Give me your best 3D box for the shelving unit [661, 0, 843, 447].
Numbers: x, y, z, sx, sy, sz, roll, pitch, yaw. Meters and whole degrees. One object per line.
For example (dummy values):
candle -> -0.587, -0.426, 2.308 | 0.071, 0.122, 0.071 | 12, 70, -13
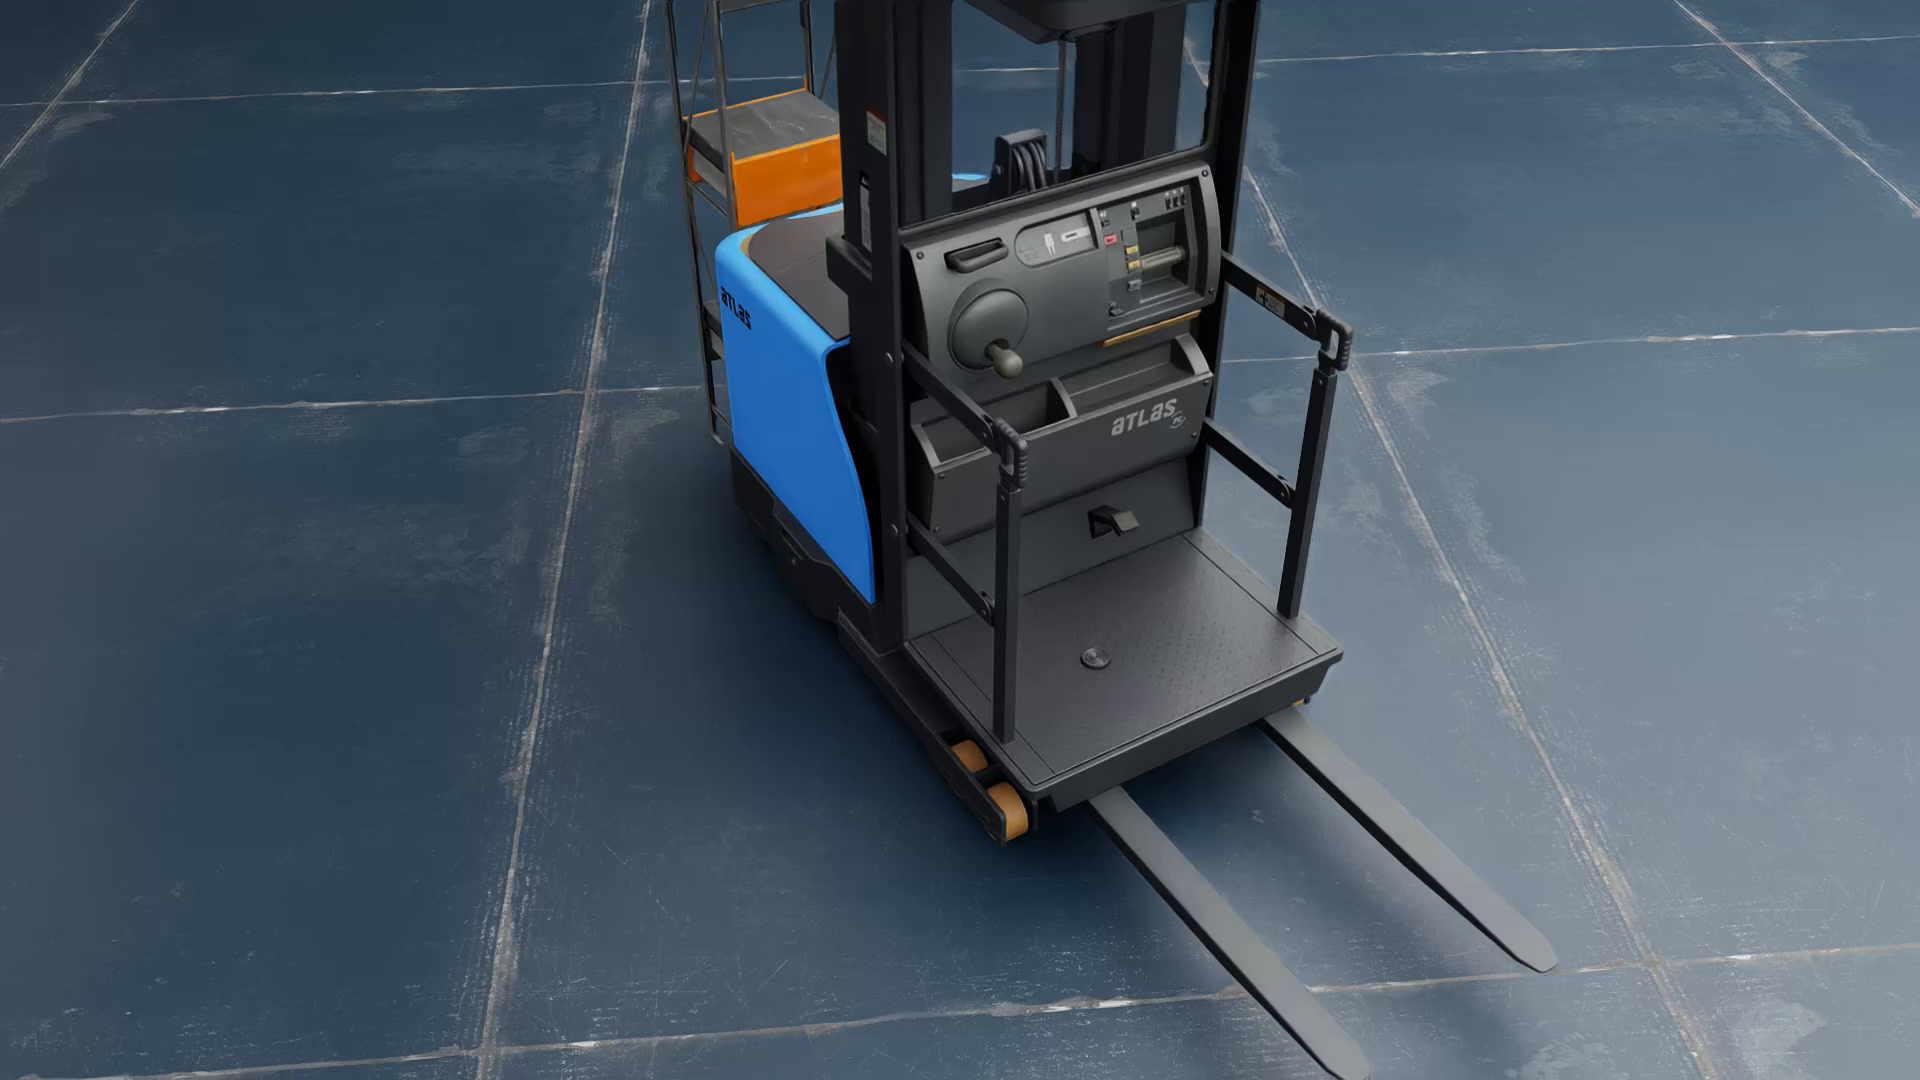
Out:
shelving unit -> -0.619, -1.196, 5.570 | 0.503, 2.100, 0.431 | -21, 43, -25

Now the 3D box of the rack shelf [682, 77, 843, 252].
rack shelf -> -0.619, -1.185, 5.579 | 0.480, 0.518, 0.431 | -21, 43, -25

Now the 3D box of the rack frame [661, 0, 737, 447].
rack frame -> -0.826, -1.116, 5.469 | 0.015, 2.100, 0.400 | -21, 43, -25

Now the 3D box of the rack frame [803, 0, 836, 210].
rack frame -> -0.412, -1.276, 5.672 | 0.015, 2.100, 0.400 | -21, 43, -25

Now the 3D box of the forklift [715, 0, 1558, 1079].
forklift -> 0.403, -0.635, 4.188 | 1.130, 2.935, 3.031 | -20, 43, -24

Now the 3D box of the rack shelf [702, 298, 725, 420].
rack shelf -> -0.619, -0.636, 6.012 | 0.480, 0.518, 0.431 | -21, 43, -25

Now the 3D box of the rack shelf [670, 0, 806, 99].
rack shelf -> -0.619, -1.735, 5.145 | 0.480, 0.518, 0.431 | -21, 43, -25
